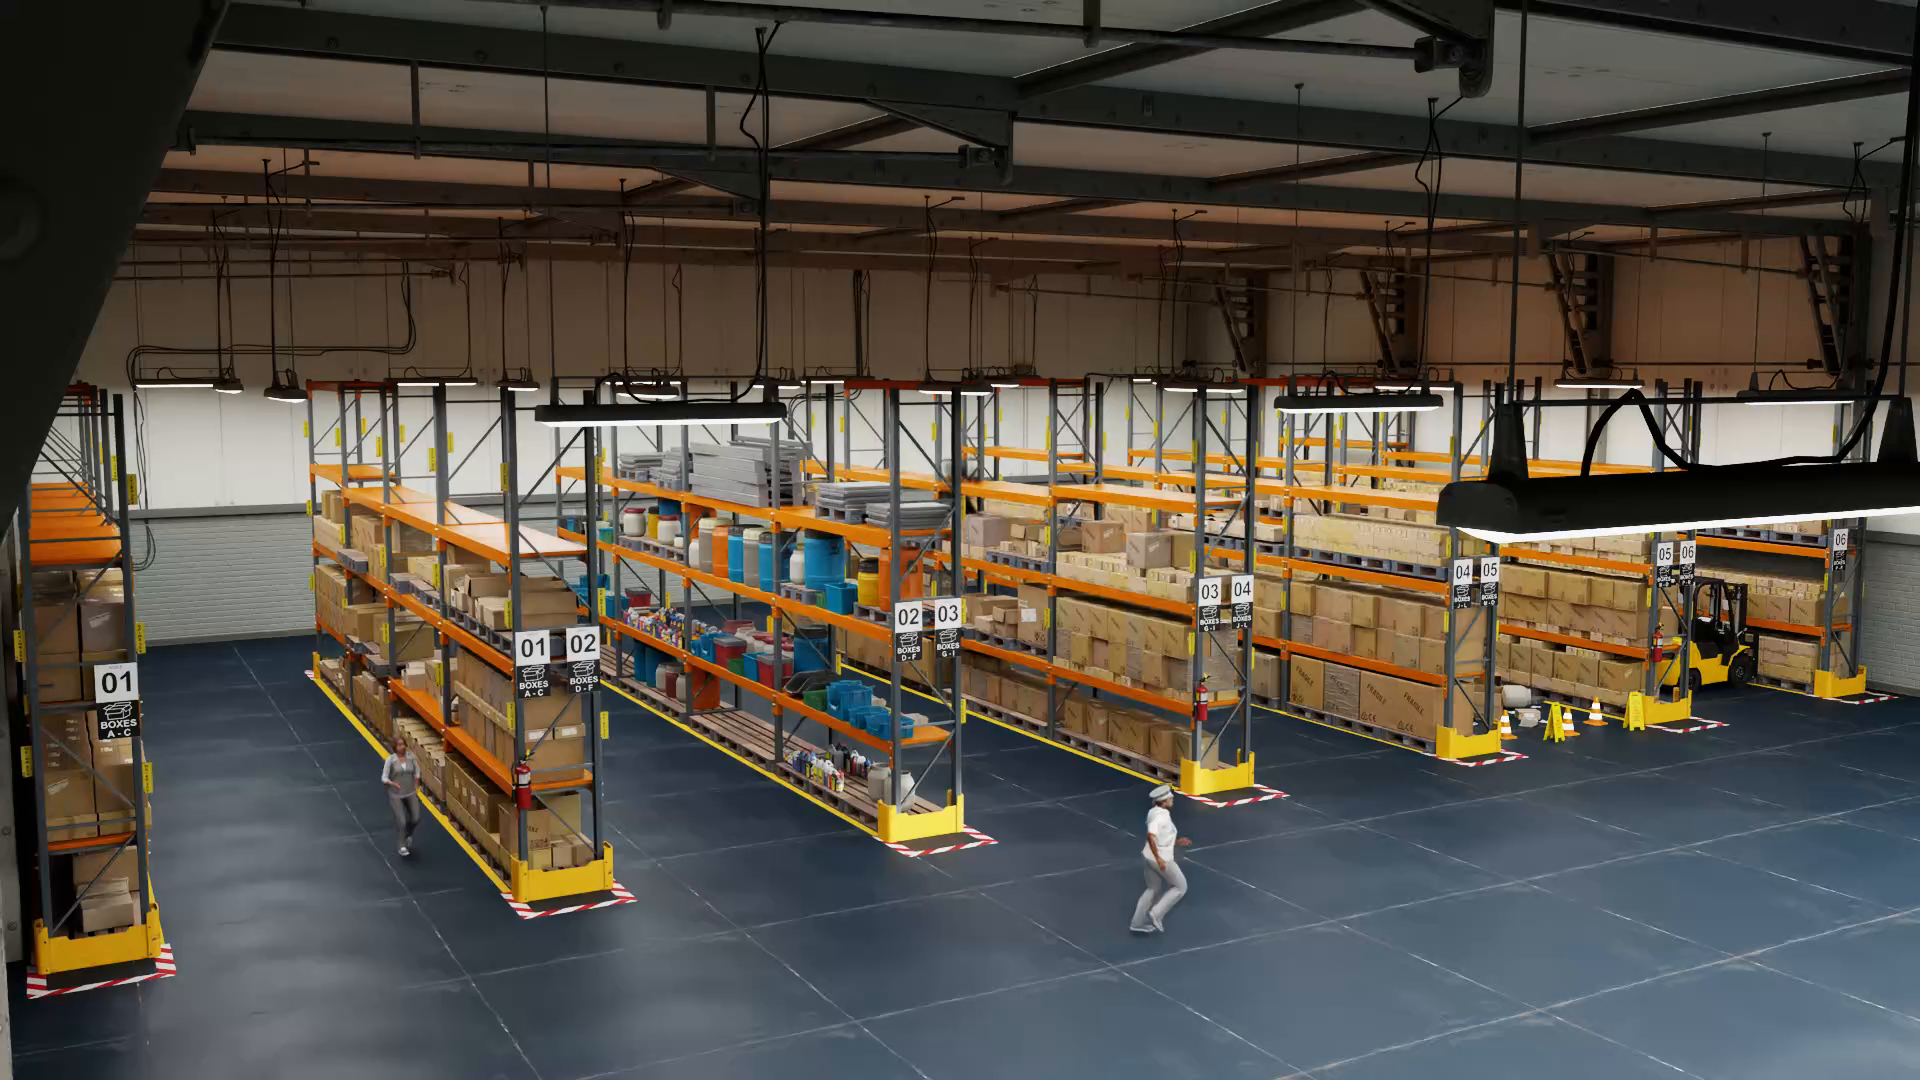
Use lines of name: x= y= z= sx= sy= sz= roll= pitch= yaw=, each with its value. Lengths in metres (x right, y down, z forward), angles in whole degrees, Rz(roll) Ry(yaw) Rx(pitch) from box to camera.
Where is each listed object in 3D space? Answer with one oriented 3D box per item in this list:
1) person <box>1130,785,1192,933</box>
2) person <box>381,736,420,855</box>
person: x=2.252 y=3.534 z=18.444 sx=0.715 sy=1.650 sz=0.543 roll=-1 pitch=6 yaw=-13
person: x=-7.121 y=3.291 z=21.313 sx=0.526 sy=1.549 sz=0.536 roll=-4 pitch=7 yaw=-34
